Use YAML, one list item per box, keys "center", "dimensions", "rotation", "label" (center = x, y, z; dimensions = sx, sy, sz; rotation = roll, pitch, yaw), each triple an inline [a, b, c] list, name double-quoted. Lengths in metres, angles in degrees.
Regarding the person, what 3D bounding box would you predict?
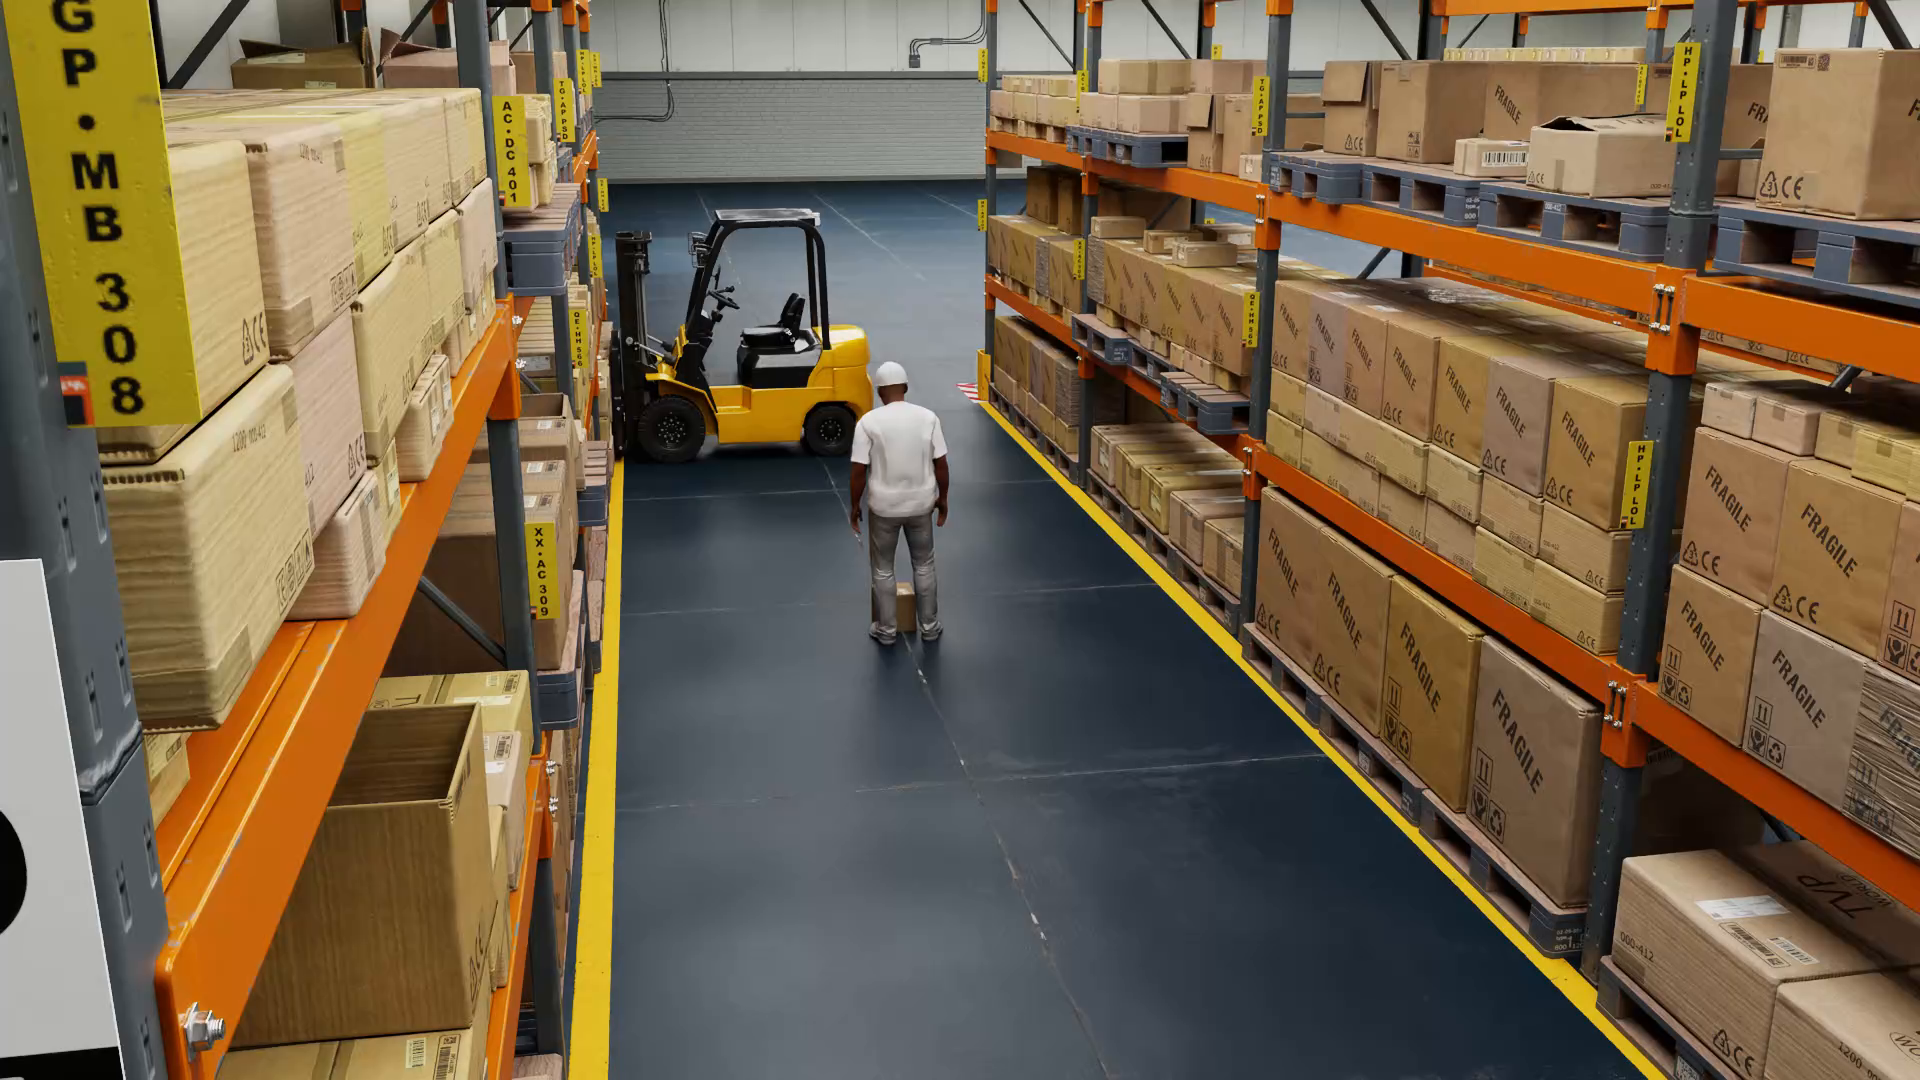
- center: [-0.378, -0.225, 10.275]
  dimensions: [0.629, 1.759, 0.460]
  rotation: [-4, 17, -14]
  label: "person"
